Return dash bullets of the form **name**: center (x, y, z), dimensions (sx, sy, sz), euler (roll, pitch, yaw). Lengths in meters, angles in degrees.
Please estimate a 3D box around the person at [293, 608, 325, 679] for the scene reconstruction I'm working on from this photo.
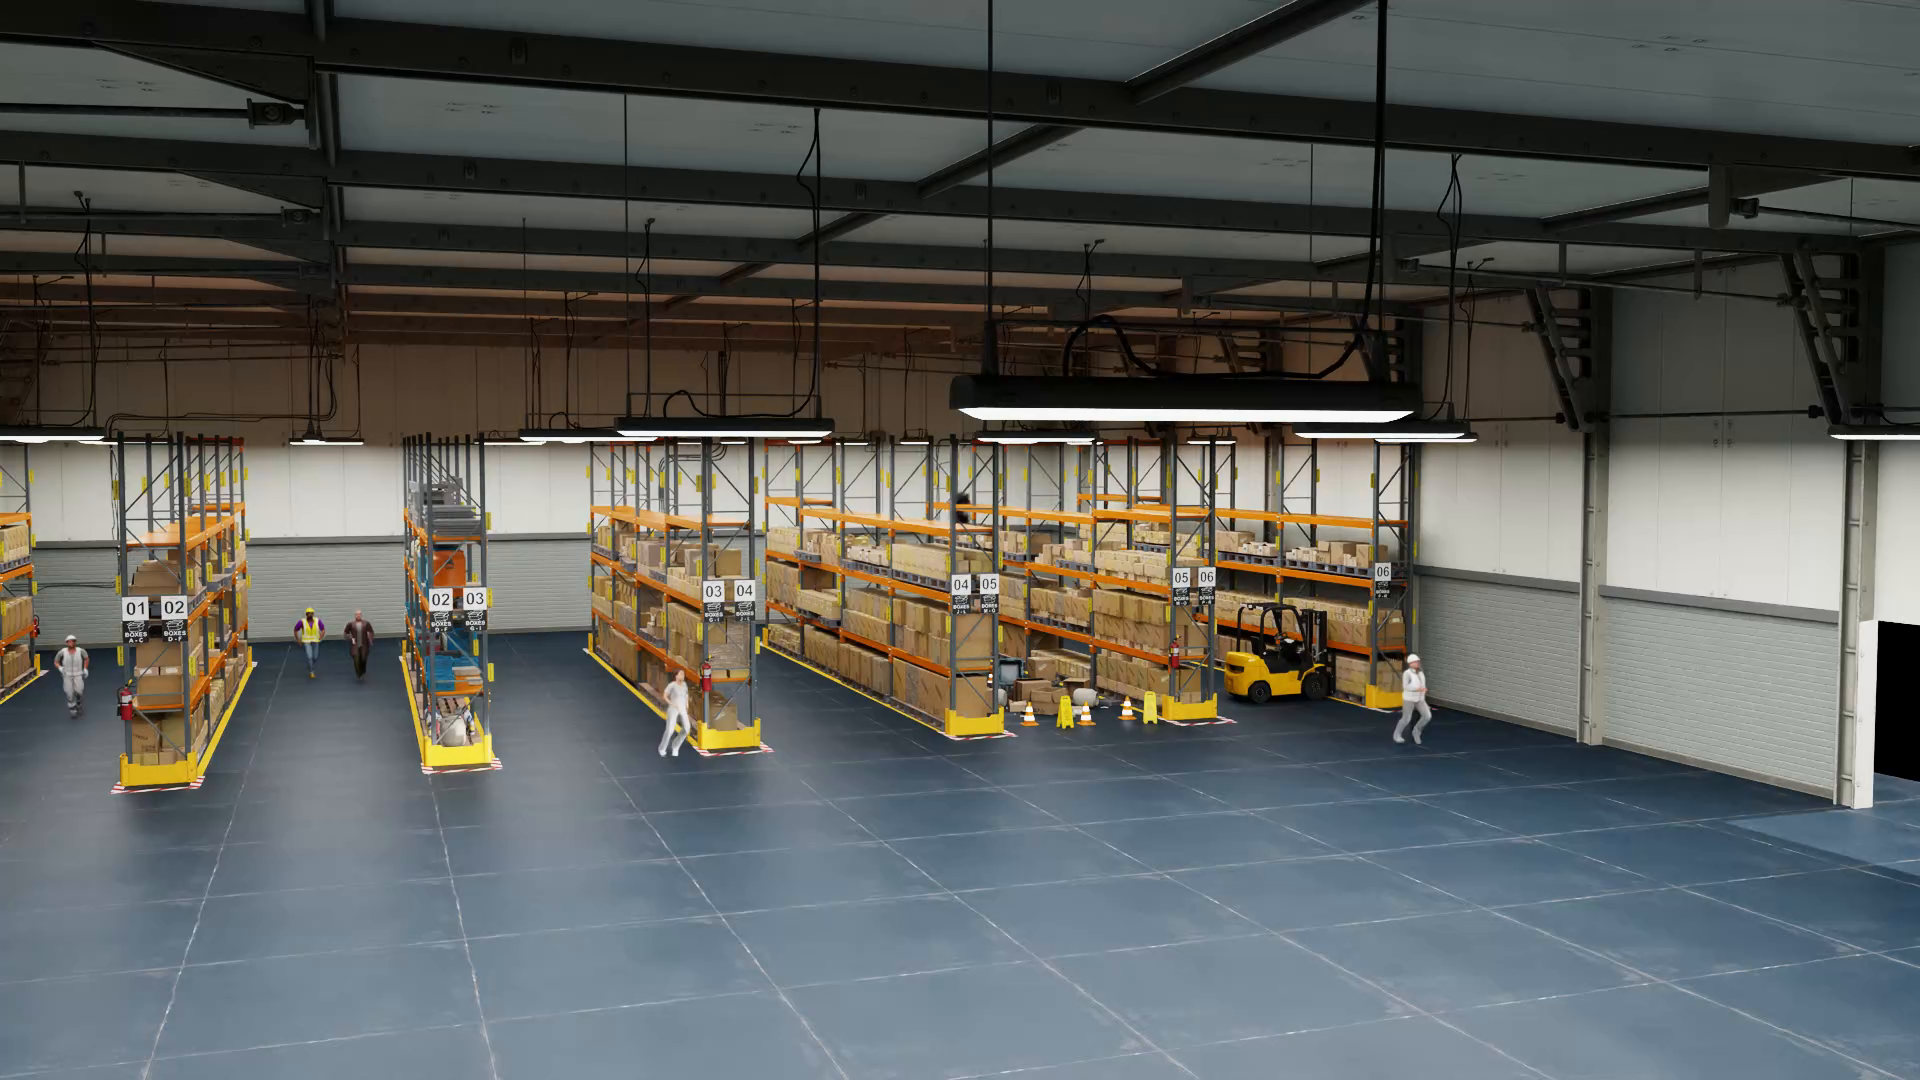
- **person**: center (-16.232, 2.561, 41.555), dimensions (0.742, 1.744, 0.755), euler (-2, 4, -34)

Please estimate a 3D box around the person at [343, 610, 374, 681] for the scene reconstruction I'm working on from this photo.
- **person**: center (-14.779, 2.598, 40.894), dimensions (0.711, 1.735, 0.636), euler (-1, 3, -23)

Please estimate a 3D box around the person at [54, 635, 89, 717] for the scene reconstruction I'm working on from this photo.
- **person**: center (-18.796, 2.890, 35.196), dimensions (0.659, 1.743, 0.578), euler (-2, 4, -28)

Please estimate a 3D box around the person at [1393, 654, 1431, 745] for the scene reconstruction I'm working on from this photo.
- **person**: center (8.729, 3.049, 31.941), dimensions (0.664, 1.727, 0.853), euler (-2, 4, -26)

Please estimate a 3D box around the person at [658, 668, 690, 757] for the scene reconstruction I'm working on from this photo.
- **person**: center (-5.237, 3.192, 30.891), dimensions (0.622, 1.636, 0.638), euler (-3, 4, -42)
